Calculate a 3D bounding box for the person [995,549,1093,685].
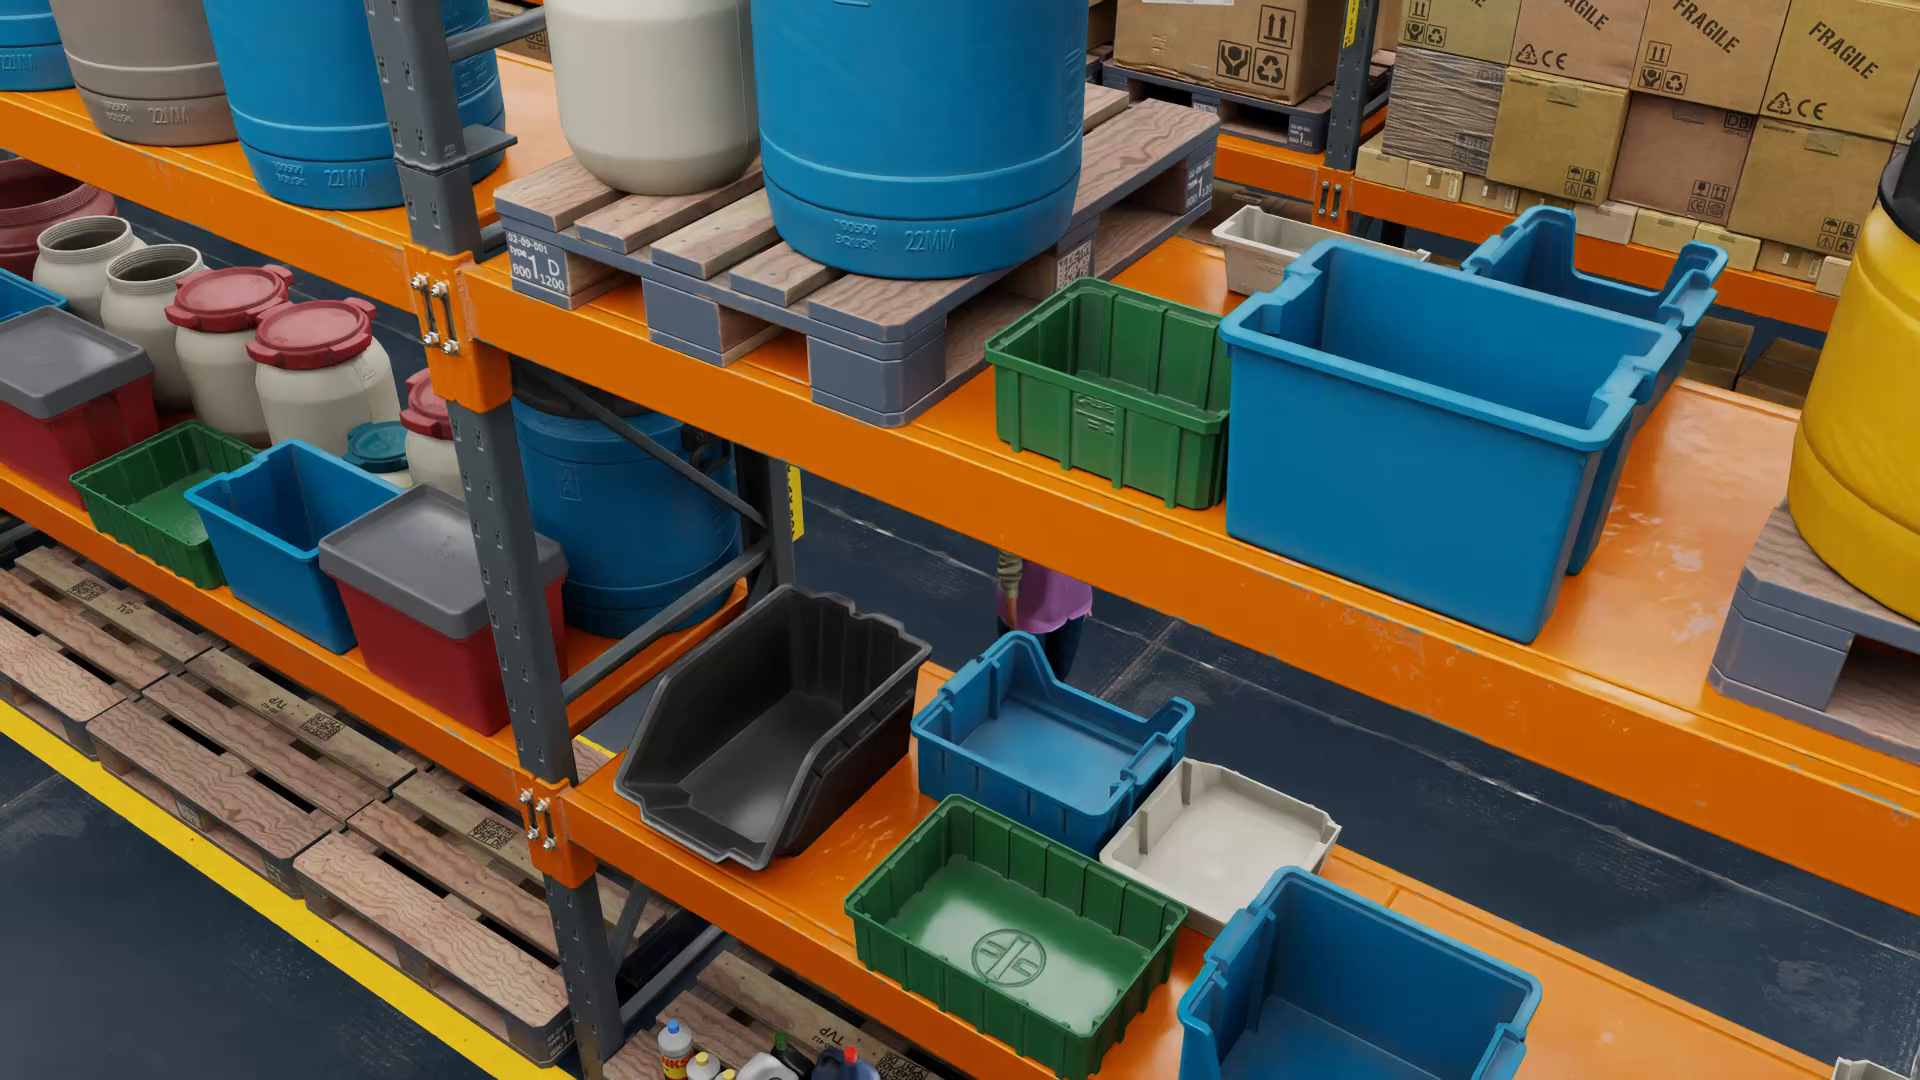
[{"bbox_3d":[0.293,0.246,5.828,0.406,1.626,0.321,-27,43,-33],"label":"person"}]
